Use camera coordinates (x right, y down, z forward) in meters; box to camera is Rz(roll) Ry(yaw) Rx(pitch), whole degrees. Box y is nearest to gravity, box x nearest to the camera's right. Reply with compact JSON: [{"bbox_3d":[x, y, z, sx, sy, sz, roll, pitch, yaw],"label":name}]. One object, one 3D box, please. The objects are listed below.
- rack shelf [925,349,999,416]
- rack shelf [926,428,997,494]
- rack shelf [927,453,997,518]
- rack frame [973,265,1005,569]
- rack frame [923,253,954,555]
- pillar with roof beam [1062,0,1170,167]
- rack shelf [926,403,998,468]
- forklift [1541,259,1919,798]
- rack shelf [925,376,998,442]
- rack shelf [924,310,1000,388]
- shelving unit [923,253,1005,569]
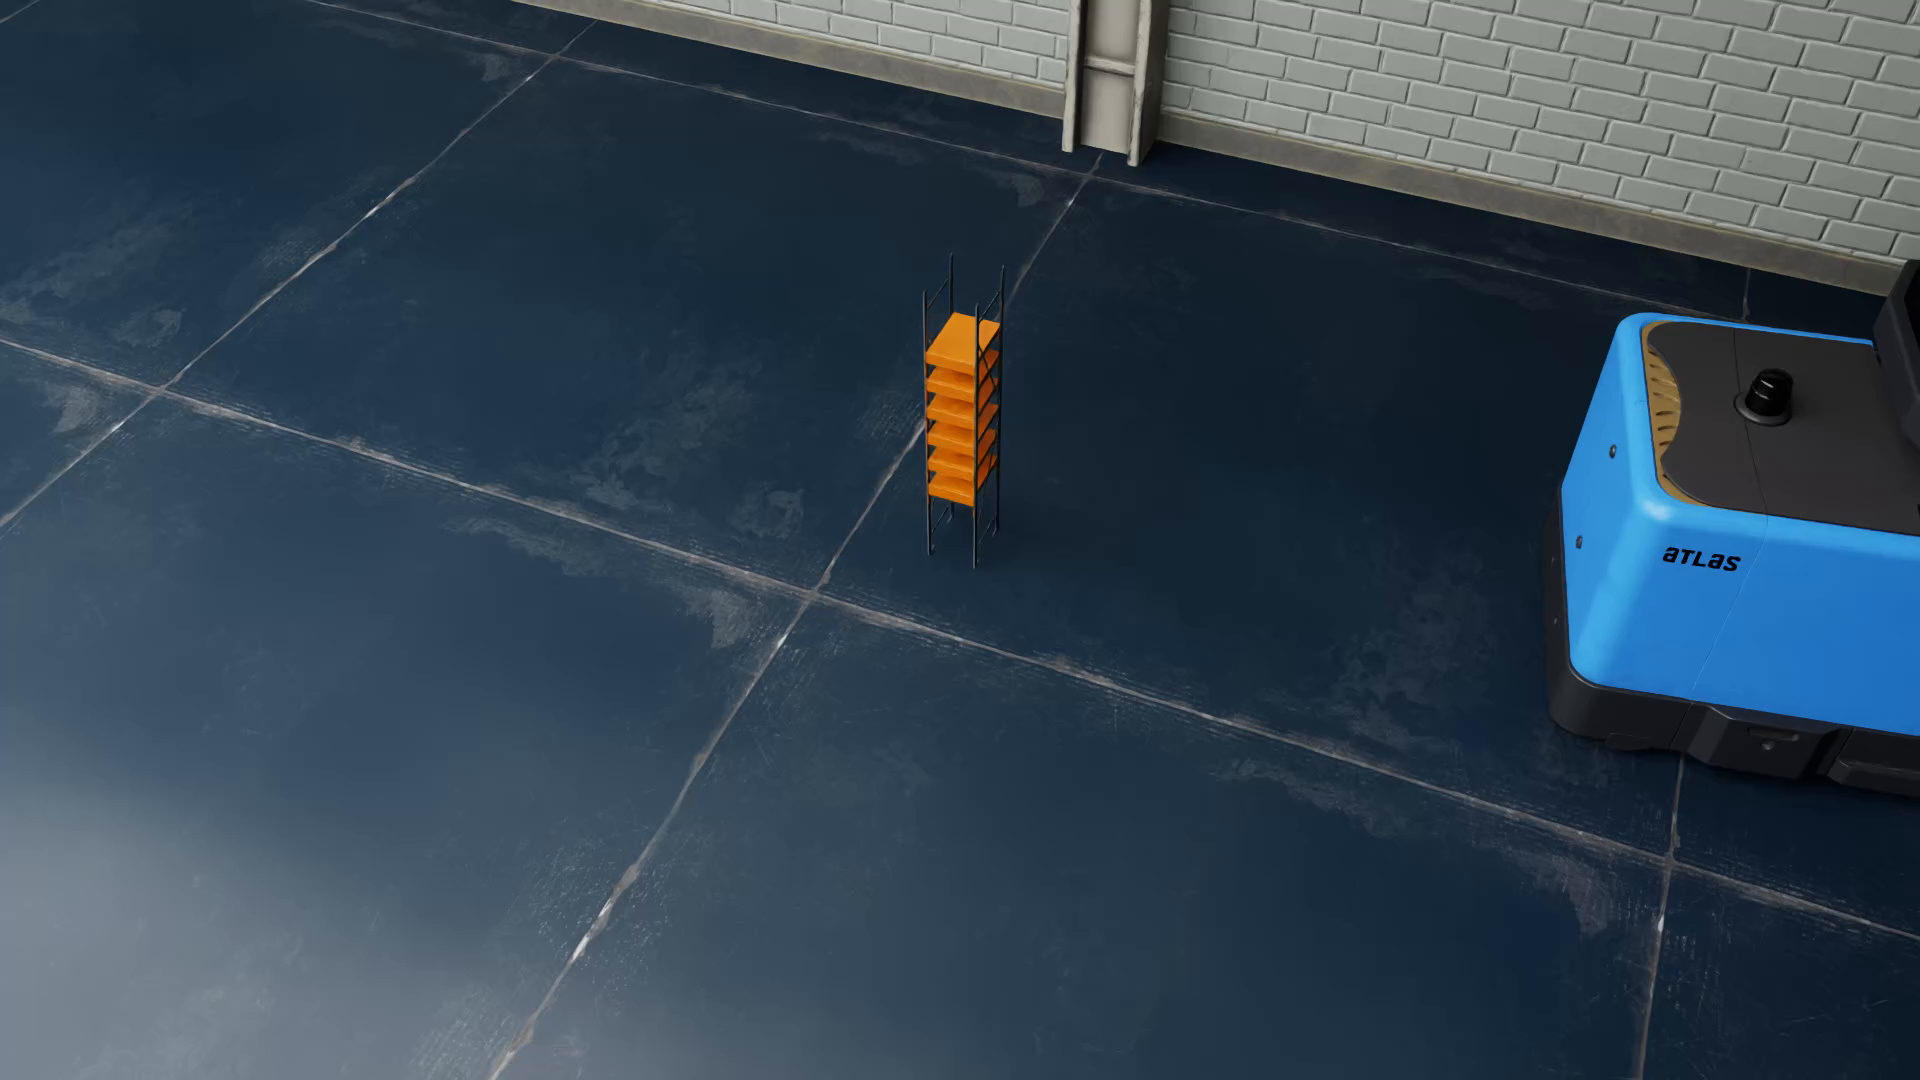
[{"bbox_3d":[0.013,-0.560,5.685,0.180,0.103,0.258,16,47,16],"label":"rack shelf"},{"bbox_3d":[0.013,-0.305,5.939,0.180,0.103,0.258,16,47,16],"label":"rack shelf"},{"bbox_3d":[0.013,-0.220,6.023,0.180,0.103,0.258,16,47,16],"label":"rack shelf"},{"bbox_3d":[0.098,-0.397,5.798,0.006,1.200,0.240,16,47,16],"label":"rack frame"},{"bbox_3d":[-0.071,-0.446,5.848,0.006,1.200,0.240,16,47,16],"label":"rack frame"},{"bbox_3d":[-0.917,-2.351,2.233,0.400,9.000,9.100,16,47,16],"label":"pillar with roof beam"},{"bbox_3d":[0.013,-0.390,5.854,0.180,0.103,0.258,16,47,16],"label":"rack shelf"},{"bbox_3d":[3.546,-0.488,4.663,3.031,2.935,1.130,9,46,9],"label":"forklift"},{"bbox_3d":[0.013,-0.475,5.770,0.180,0.103,0.258,16,47,16],"label":"rack shelf"},{"bbox_3d":[0.013,-0.645,5.600,0.180,0.103,0.258,16,47,16],"label":"rack shelf"},{"bbox_3d":[0.013,-0.421,5.823,0.189,1.200,0.258,16,47,16],"label":"shelving unit"}]
